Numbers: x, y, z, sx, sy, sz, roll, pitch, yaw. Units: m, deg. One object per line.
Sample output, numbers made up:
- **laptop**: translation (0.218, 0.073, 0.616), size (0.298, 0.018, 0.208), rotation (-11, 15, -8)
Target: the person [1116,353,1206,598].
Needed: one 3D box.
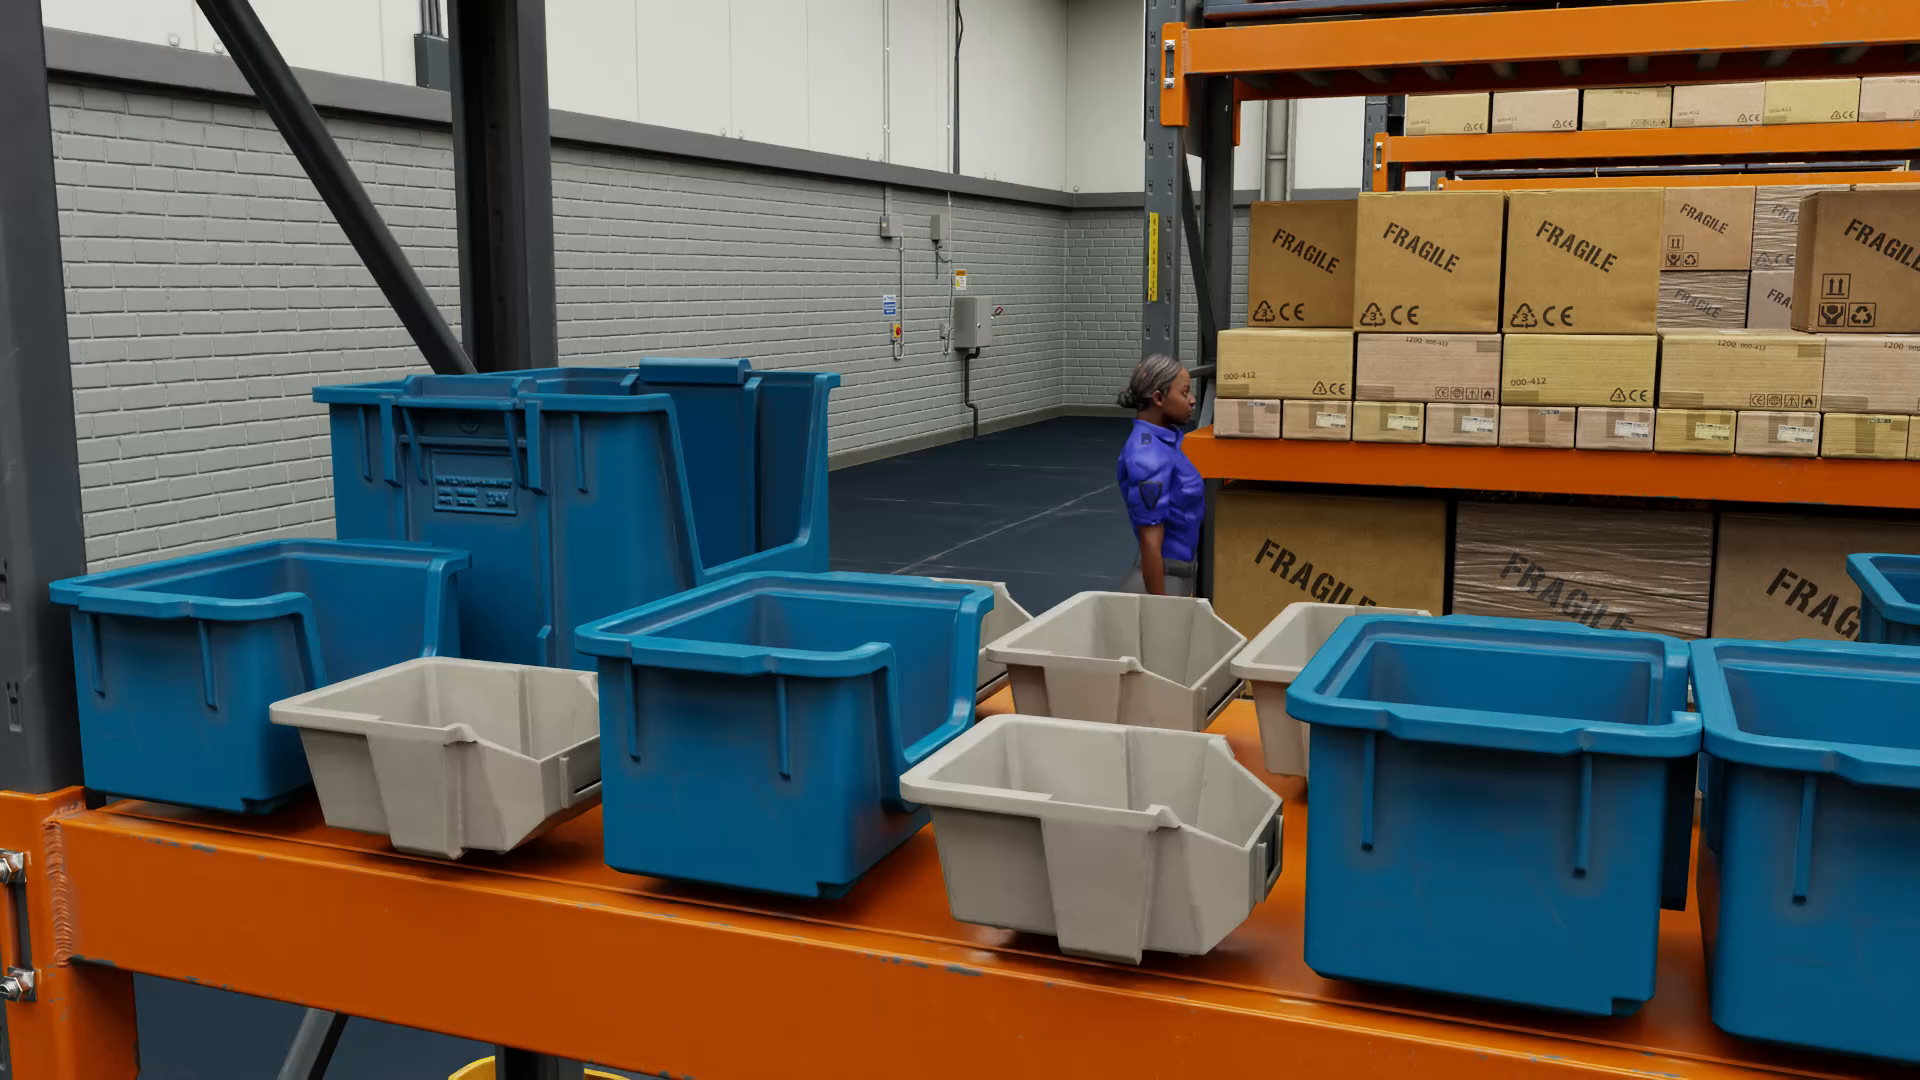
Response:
- **person**: translation (0.659, 0.216, 5.489), size (0.307, 1.661, 0.438), rotation (1, 9, 9)
